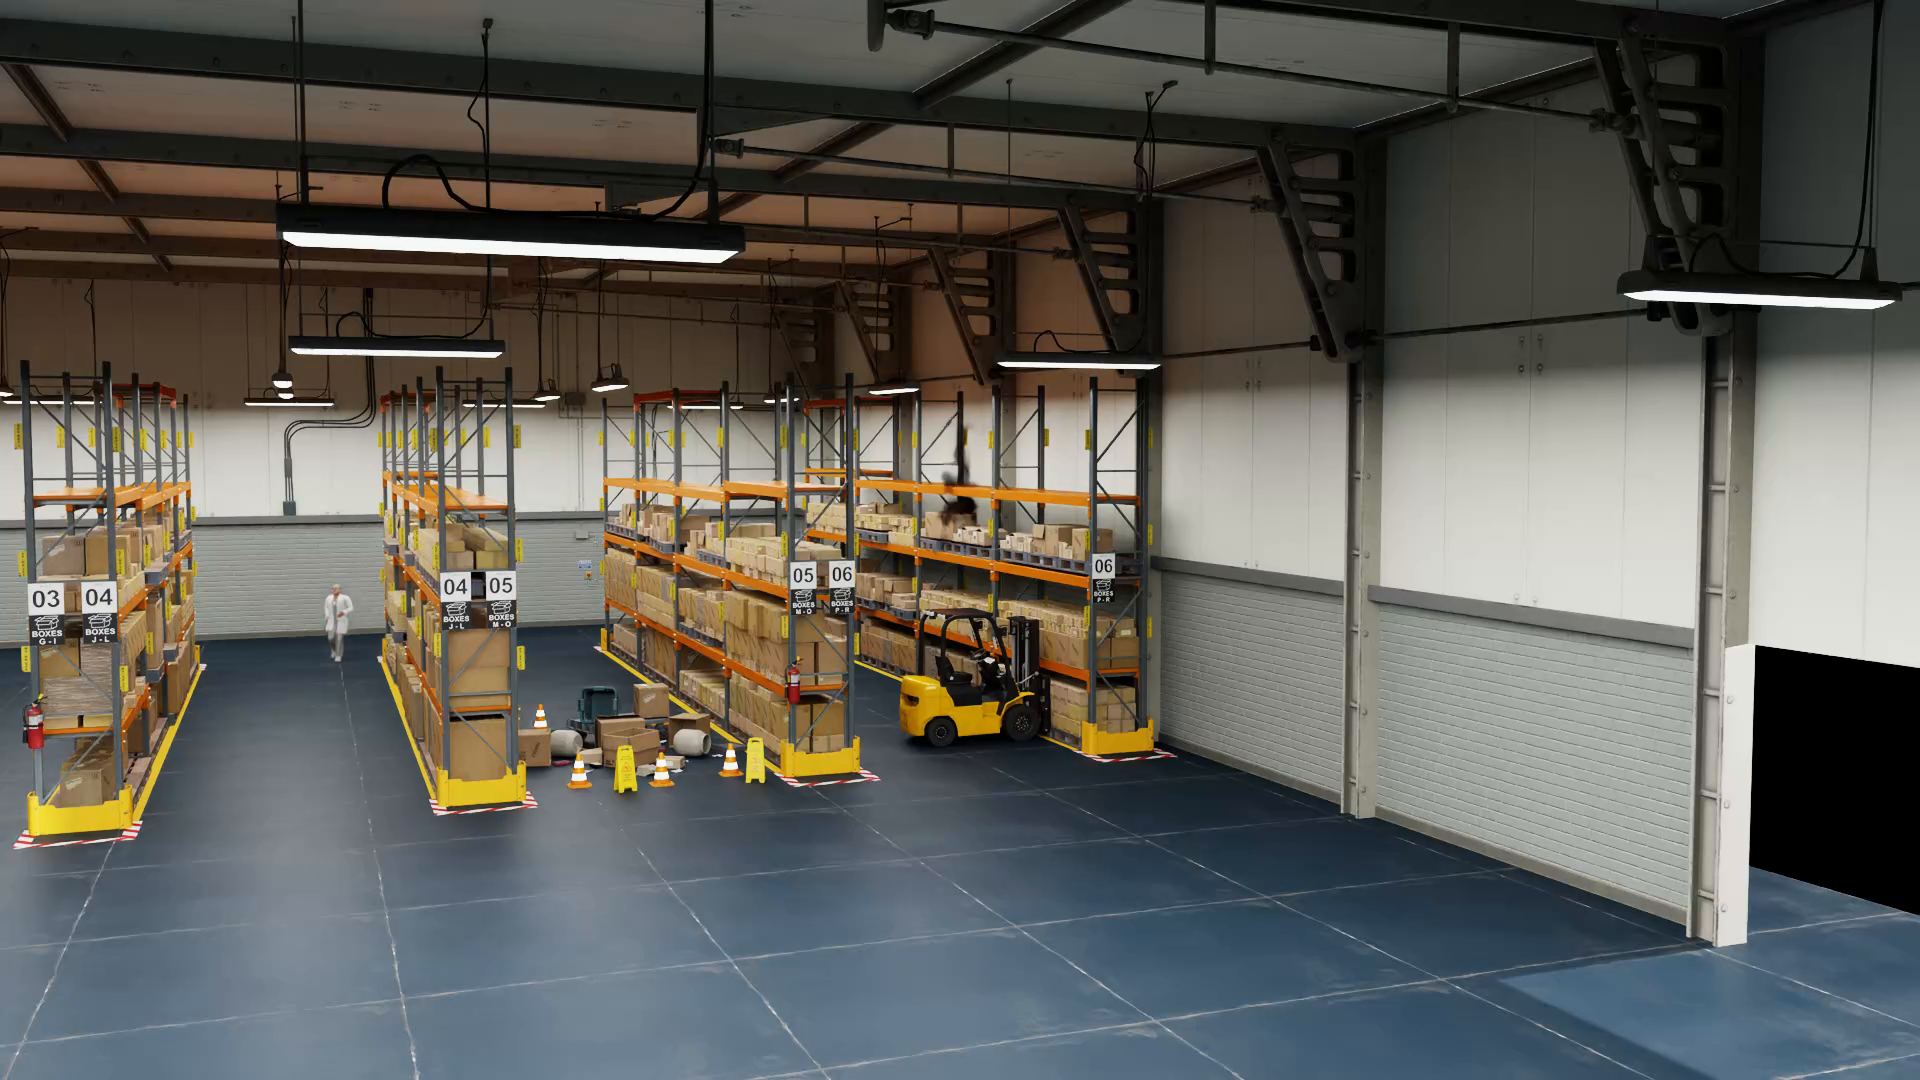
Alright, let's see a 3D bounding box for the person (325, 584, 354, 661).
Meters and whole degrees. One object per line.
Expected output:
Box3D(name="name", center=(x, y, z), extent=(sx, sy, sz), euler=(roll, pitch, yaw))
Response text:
Box3D(name="person", center=(-14.071, 1.872, 37.577), extent=(0.693, 1.746, 0.652), euler=(0, 3, -1))
